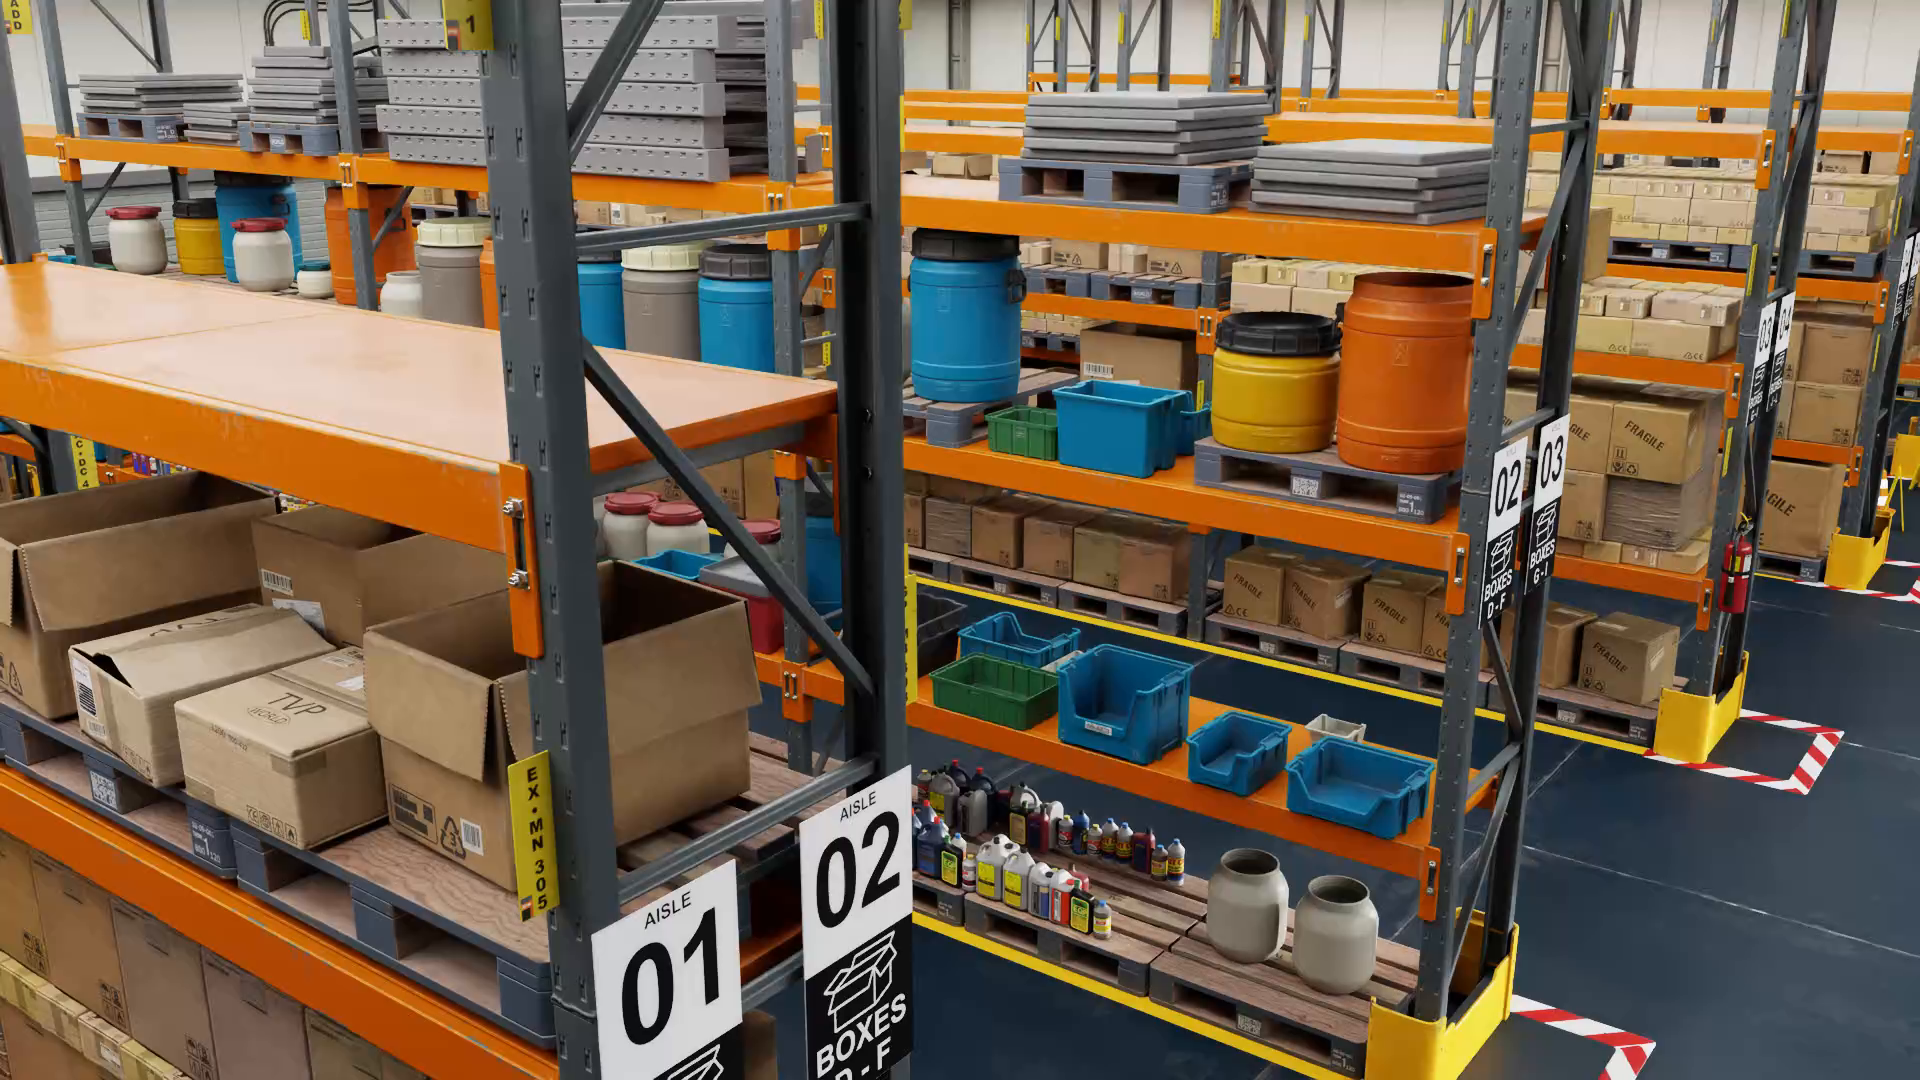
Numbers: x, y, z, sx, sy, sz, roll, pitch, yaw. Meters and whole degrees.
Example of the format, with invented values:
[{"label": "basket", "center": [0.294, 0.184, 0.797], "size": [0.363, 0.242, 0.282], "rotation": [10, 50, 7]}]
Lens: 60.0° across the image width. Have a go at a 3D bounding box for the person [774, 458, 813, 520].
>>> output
[{"label": "person", "center": [-1.437, -0.175, 14.510], "size": [0.349, 1.584, 0.493], "rotation": [12, 20, 35]}]
